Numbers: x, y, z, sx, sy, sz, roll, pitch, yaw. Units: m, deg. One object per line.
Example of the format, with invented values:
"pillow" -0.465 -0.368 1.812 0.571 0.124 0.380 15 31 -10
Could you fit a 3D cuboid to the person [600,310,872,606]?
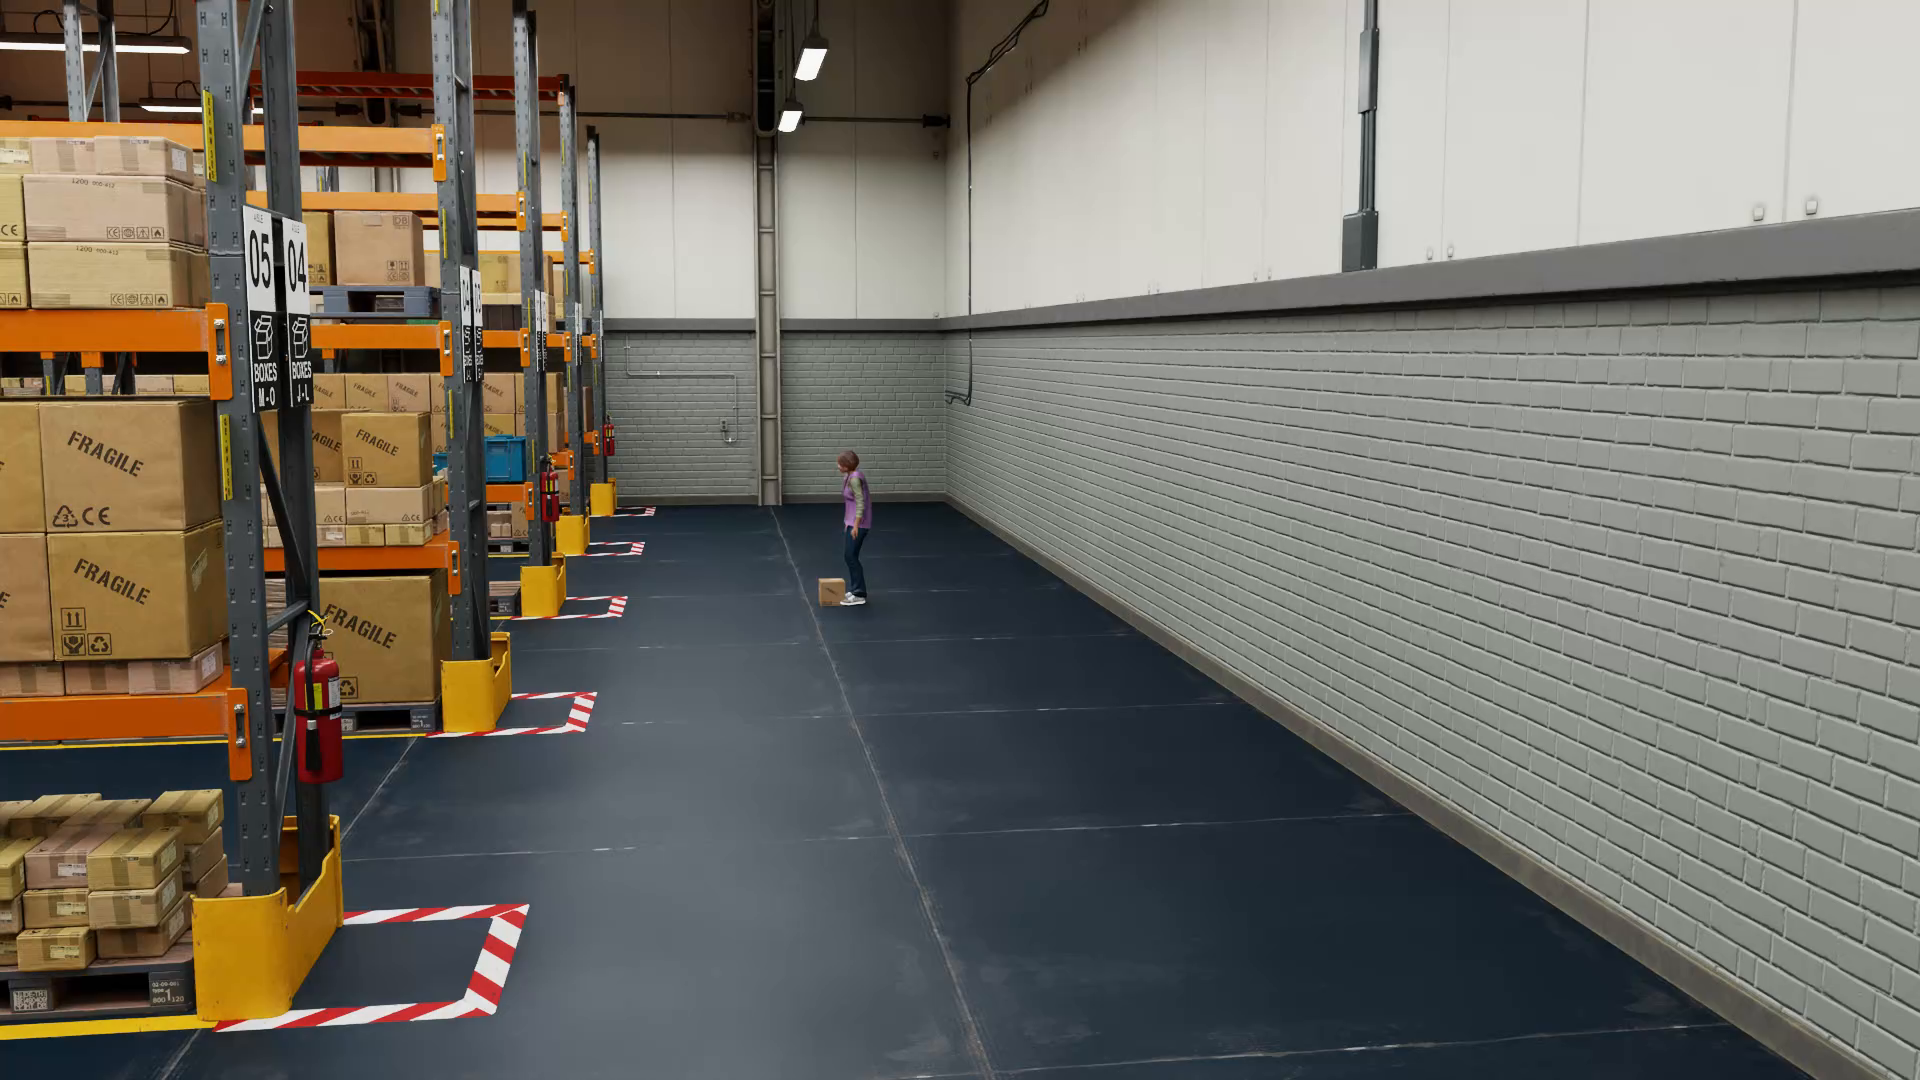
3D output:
"person" -3.271 -1.465 21.633 2.805 3.194 10.346 -1 7 -11
